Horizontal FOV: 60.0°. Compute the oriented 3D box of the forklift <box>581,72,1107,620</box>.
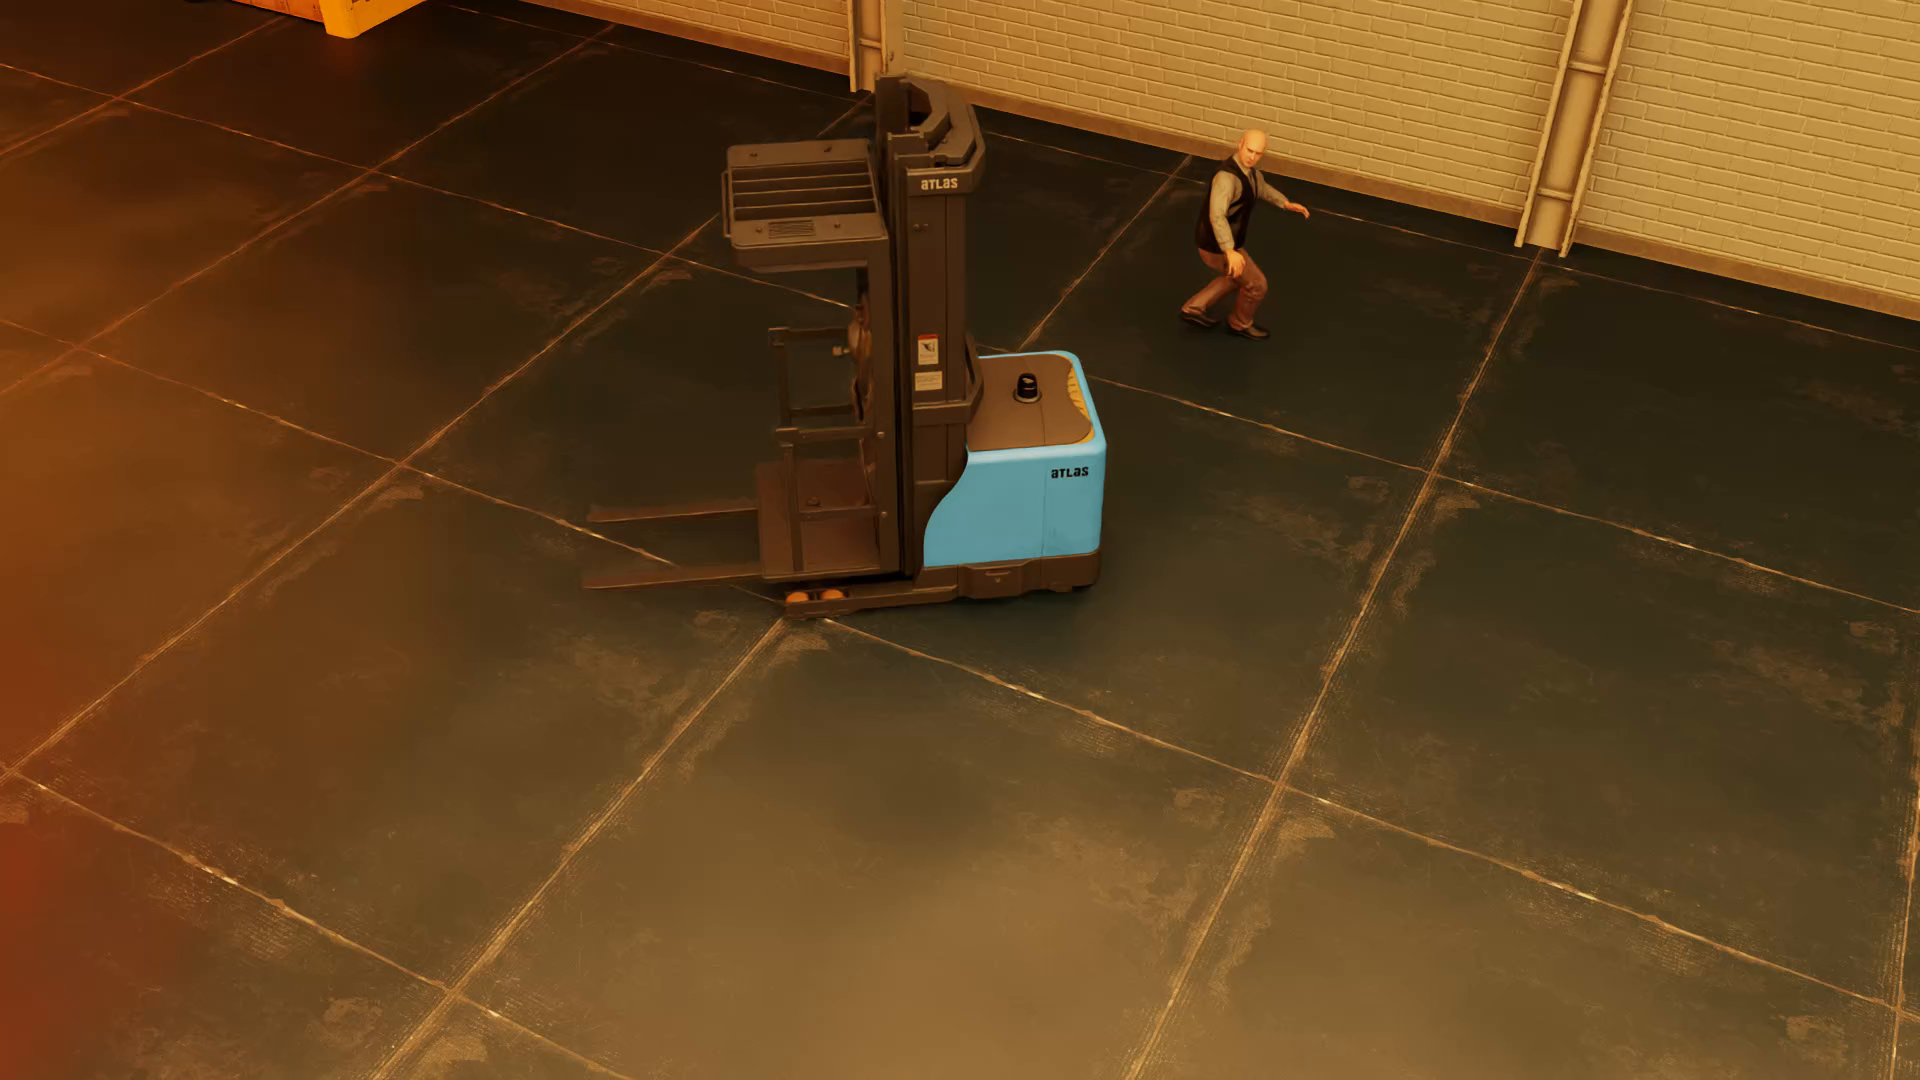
[{"bbox_3d":[-0.724,-1.015,9.191,3.031,2.935,1.130,-5,40,-6],"label":"forklift"}]

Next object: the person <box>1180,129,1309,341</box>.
[{"bbox_3d":[1.976,-2.009,11.485,0.815,1.506,0.857,5,40,6],"label":"person"}]
